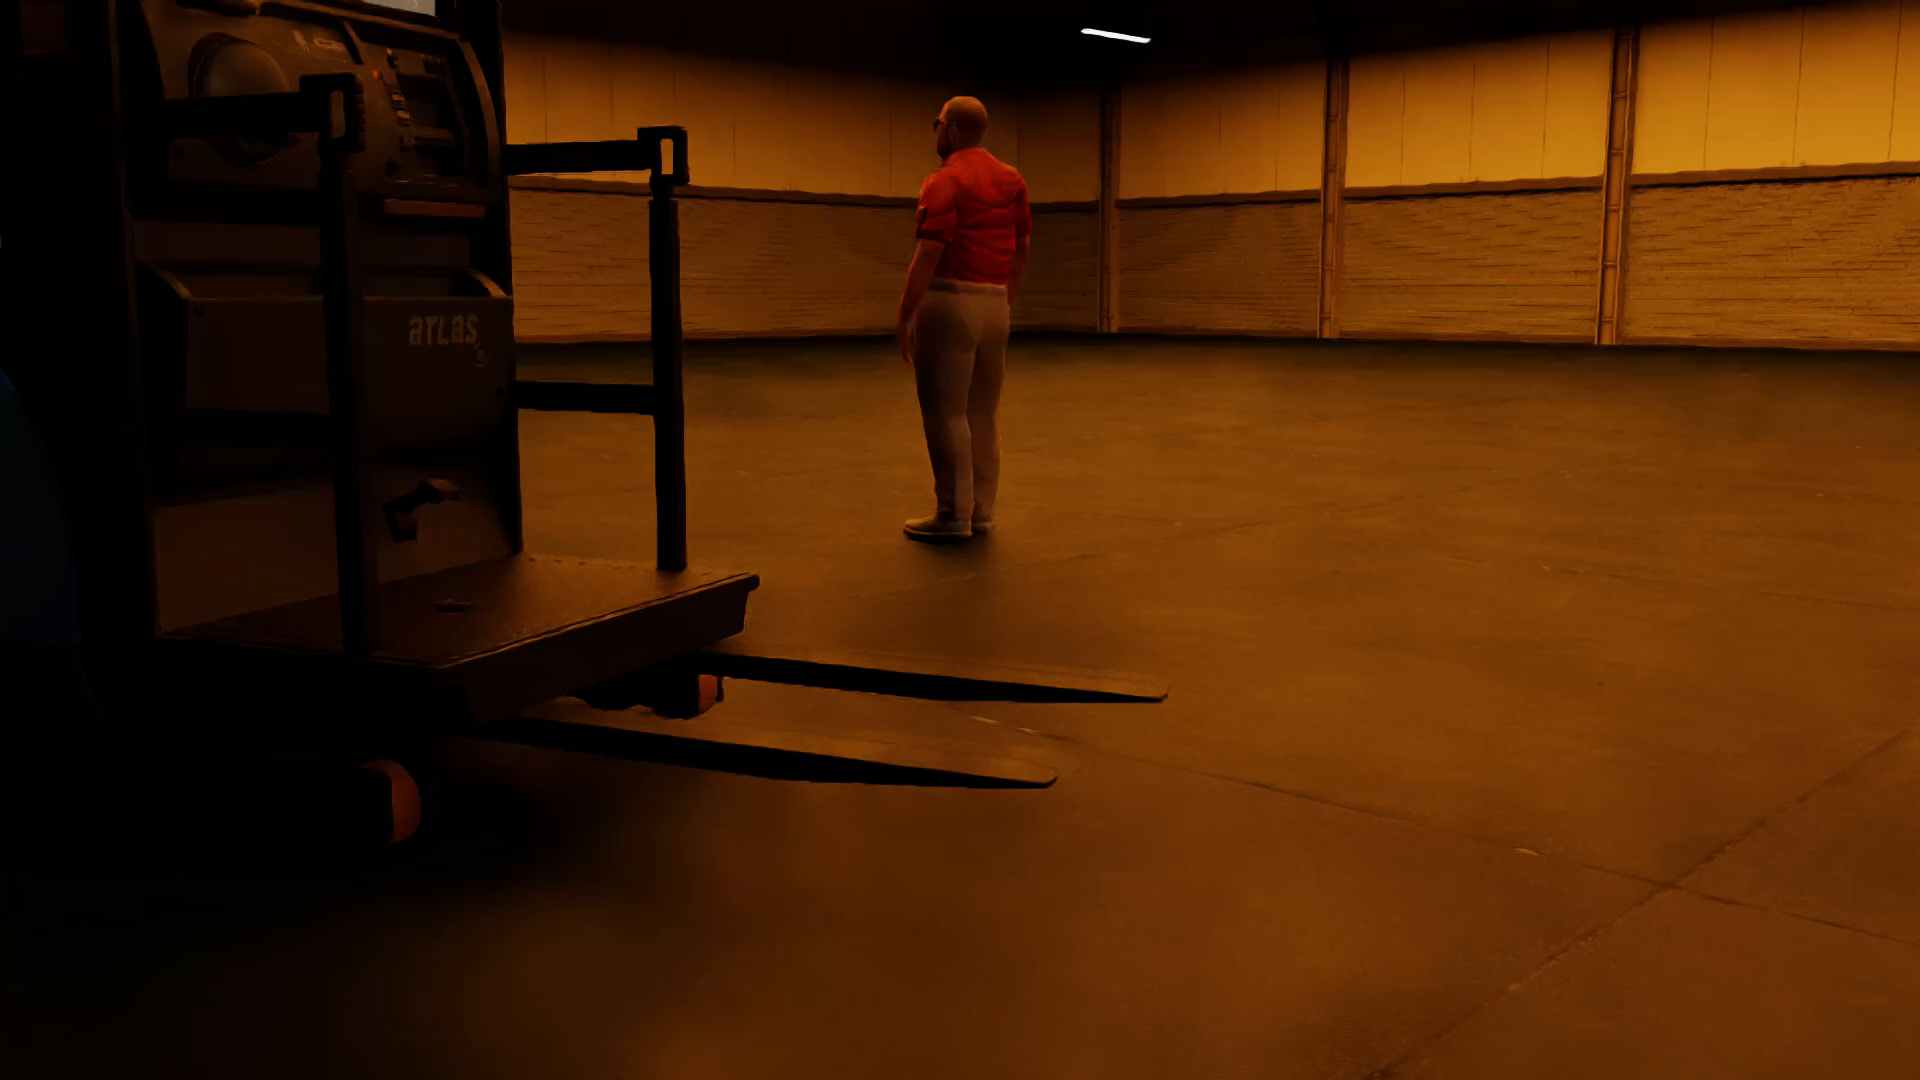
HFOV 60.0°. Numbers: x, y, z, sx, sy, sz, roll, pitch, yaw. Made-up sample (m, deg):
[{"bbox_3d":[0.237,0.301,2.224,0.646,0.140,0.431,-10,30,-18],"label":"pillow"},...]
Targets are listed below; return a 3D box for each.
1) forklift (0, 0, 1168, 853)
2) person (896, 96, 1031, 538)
[{"bbox_3d":[-1.111,-0.977,3.363,3.031,2.935,1.130,4,9,24],"label":"forklift"},{"bbox_3d":[-0.056,-0.873,6.658,0.550,1.727,0.640,8,12,43],"label":"person"}]
